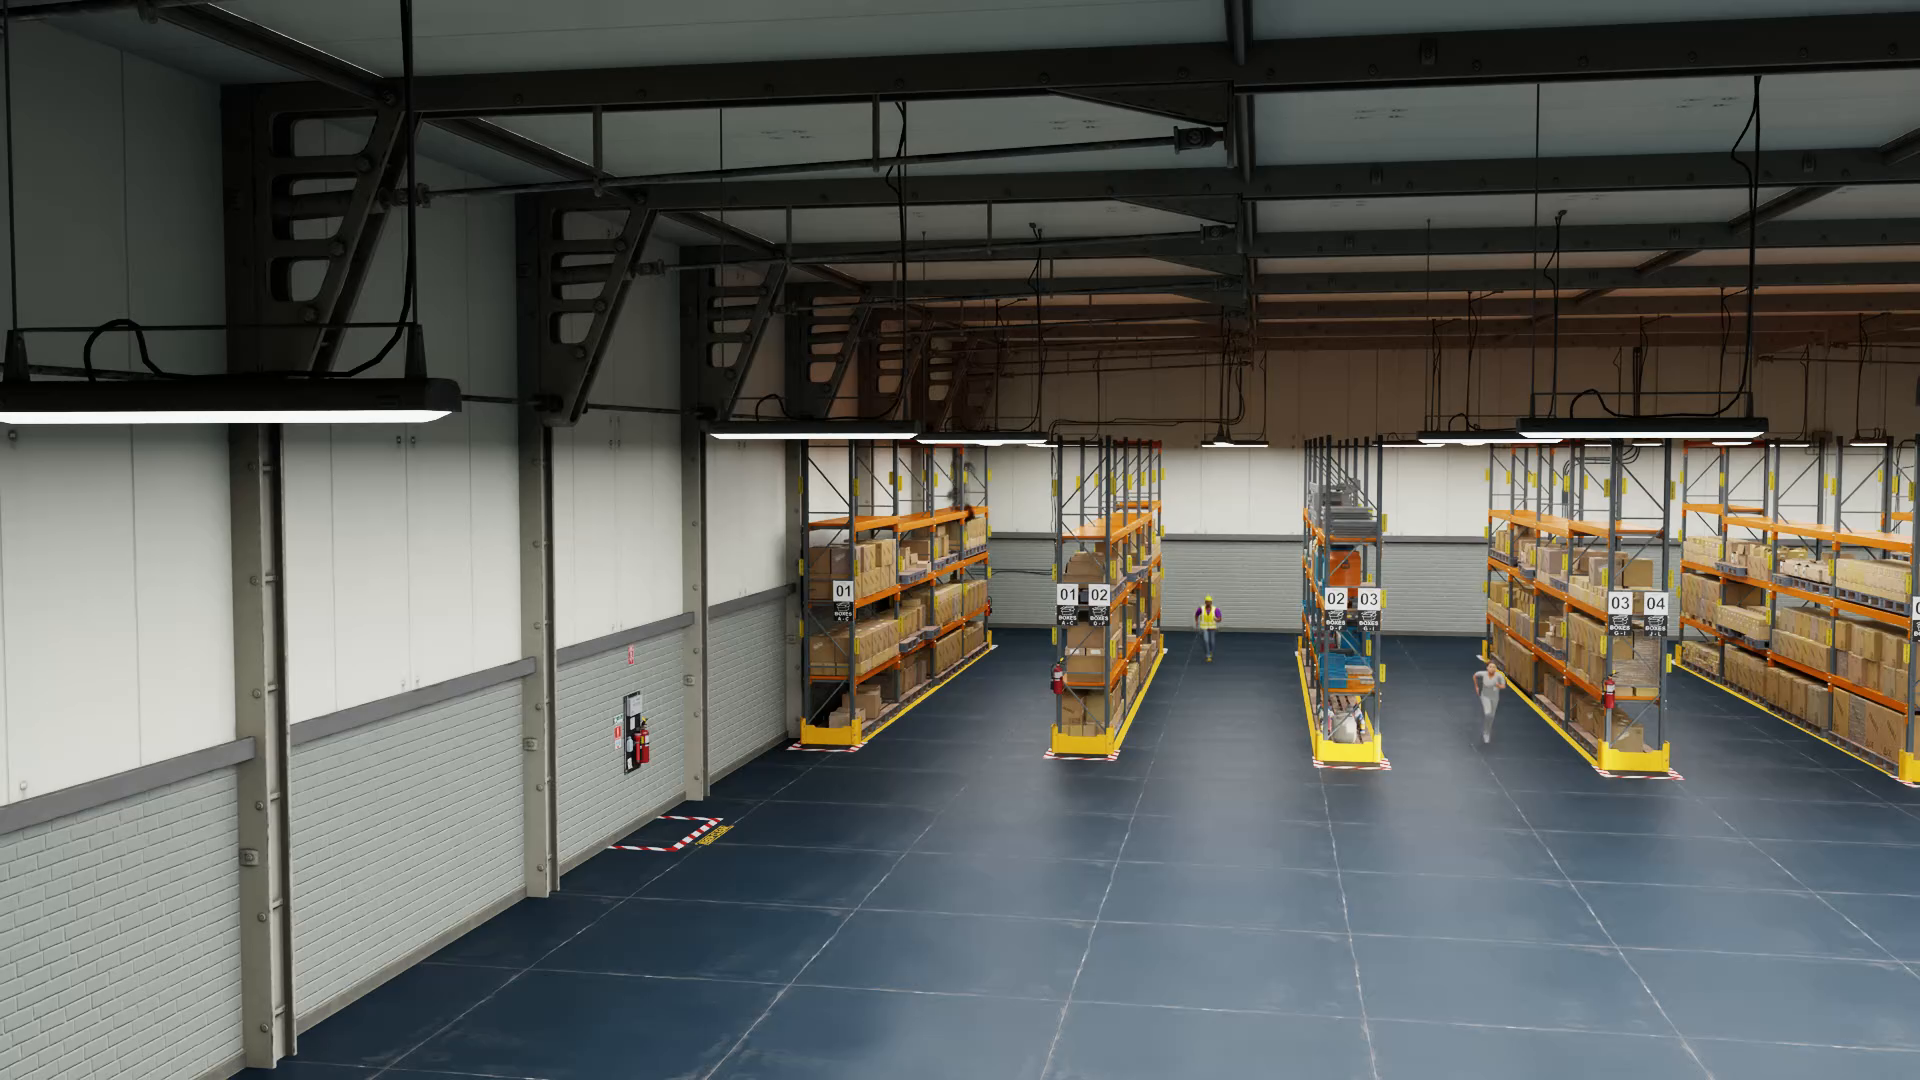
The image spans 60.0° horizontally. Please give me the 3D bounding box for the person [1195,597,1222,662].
[{"bbox_3d":[6.733,2.397,45.040,0.704,1.749,0.915,0,3,4],"label":"person"}]

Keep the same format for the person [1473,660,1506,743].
[{"bbox_3d":[10.354,3.139,32.544,0.557,1.621,0.889,0,3,5],"label":"person"}]
